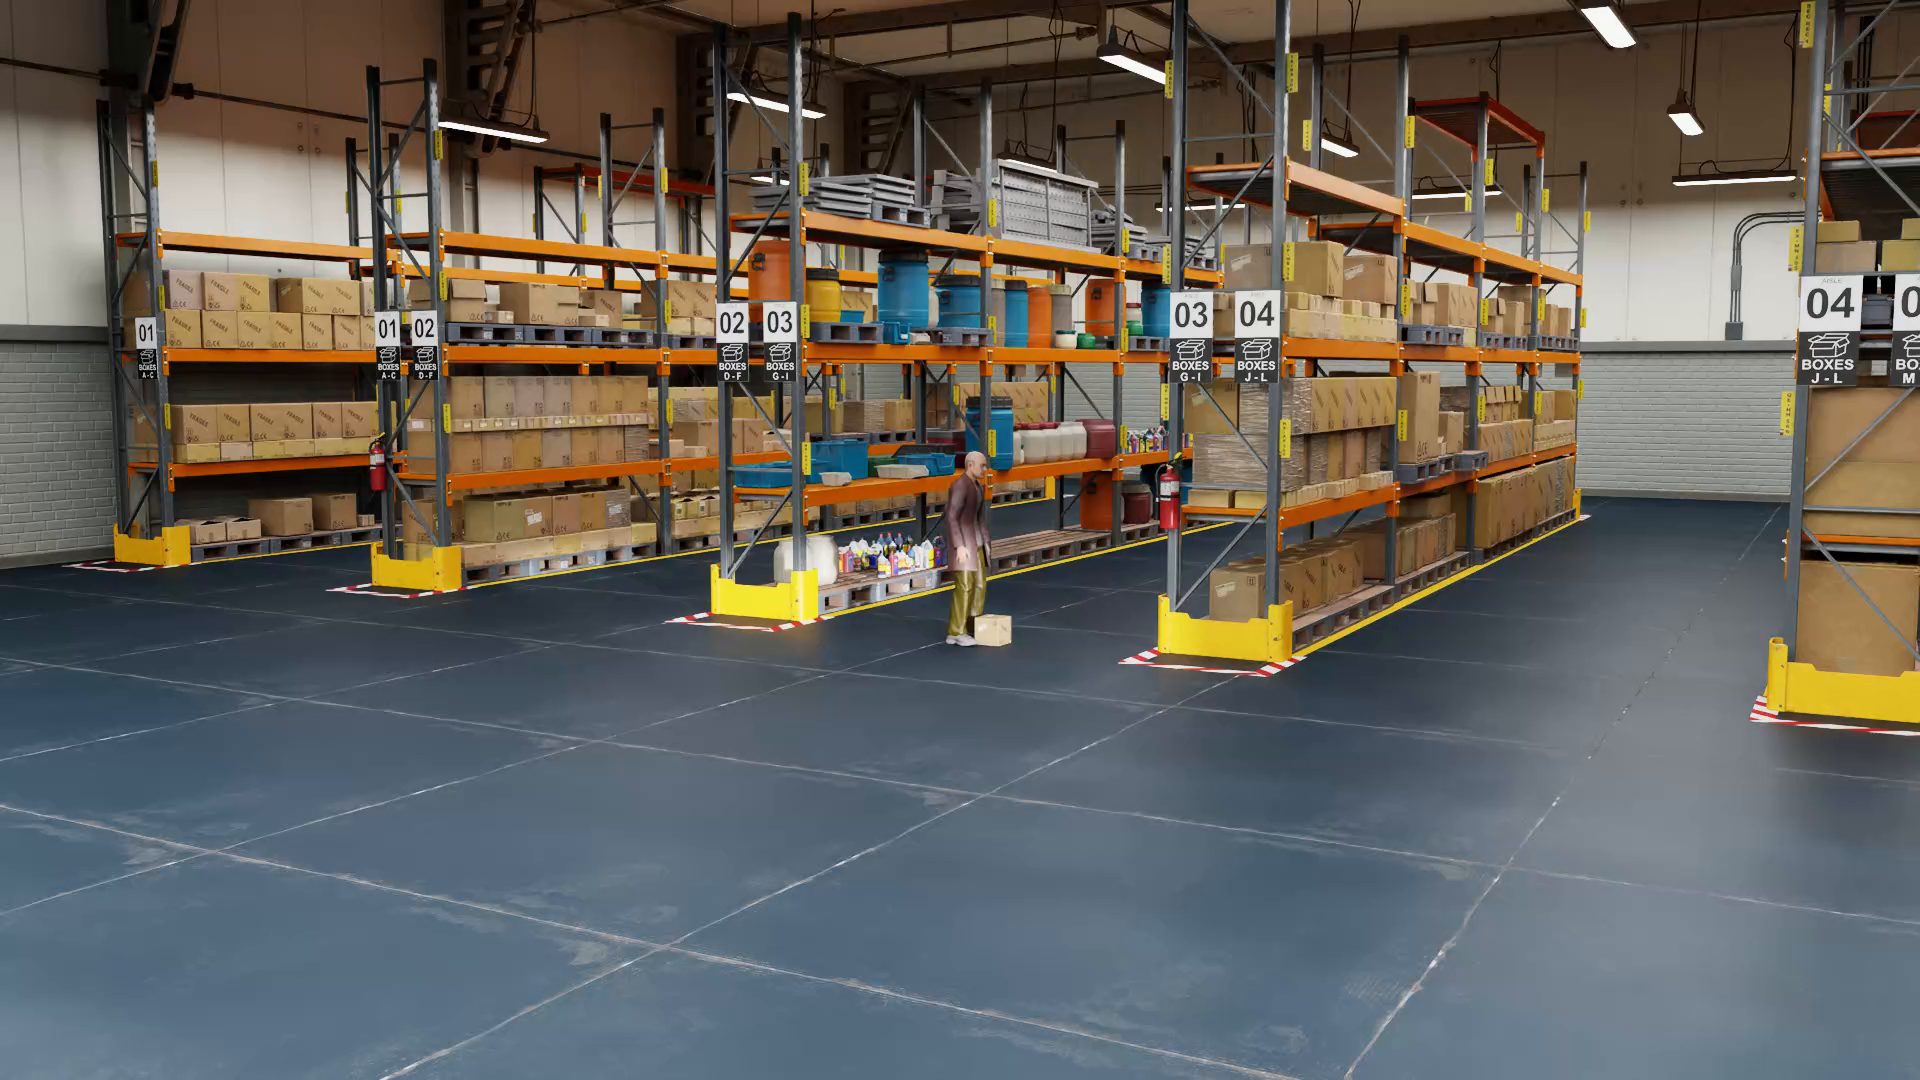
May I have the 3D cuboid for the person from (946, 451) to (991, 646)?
[{"bbox_3d":[0.090,0.064,15.436,0.418,1.774,0.656,3,6,26],"label":"person"}]
